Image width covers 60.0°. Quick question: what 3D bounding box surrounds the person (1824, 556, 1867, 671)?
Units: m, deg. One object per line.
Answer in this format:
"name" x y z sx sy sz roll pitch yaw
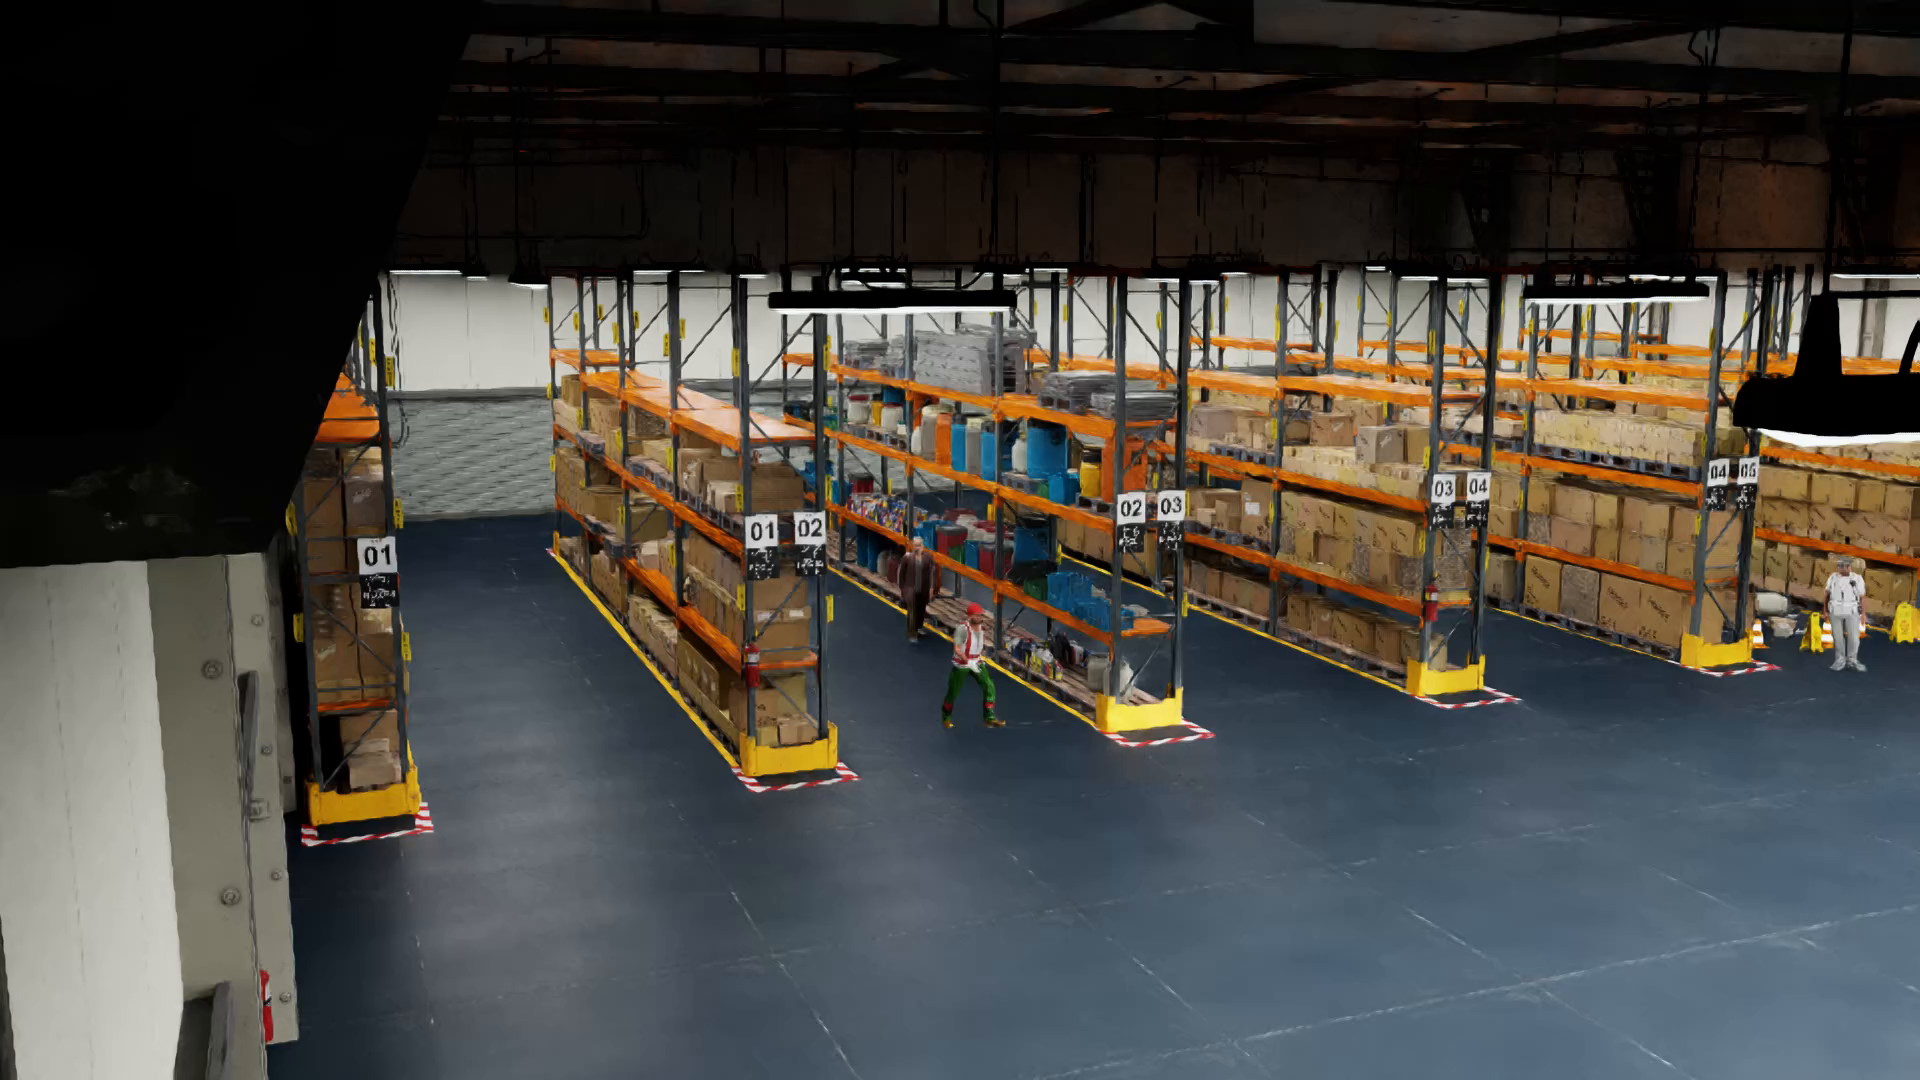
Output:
"person" 13.441 1.106 25.202 0.659 1.751 0.442 7 12 37

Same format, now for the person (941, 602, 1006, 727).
"person" 0.122 1.657 22.132 0.675 1.722 0.793 -9 13 -41

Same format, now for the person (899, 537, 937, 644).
"person" -0.673 0.791 27.065 0.575 1.714 1.089 -2 10 -12

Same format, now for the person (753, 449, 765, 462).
"person" -4.903 -1.445 40.415 0.435 1.536 0.849 -1 10 -5
